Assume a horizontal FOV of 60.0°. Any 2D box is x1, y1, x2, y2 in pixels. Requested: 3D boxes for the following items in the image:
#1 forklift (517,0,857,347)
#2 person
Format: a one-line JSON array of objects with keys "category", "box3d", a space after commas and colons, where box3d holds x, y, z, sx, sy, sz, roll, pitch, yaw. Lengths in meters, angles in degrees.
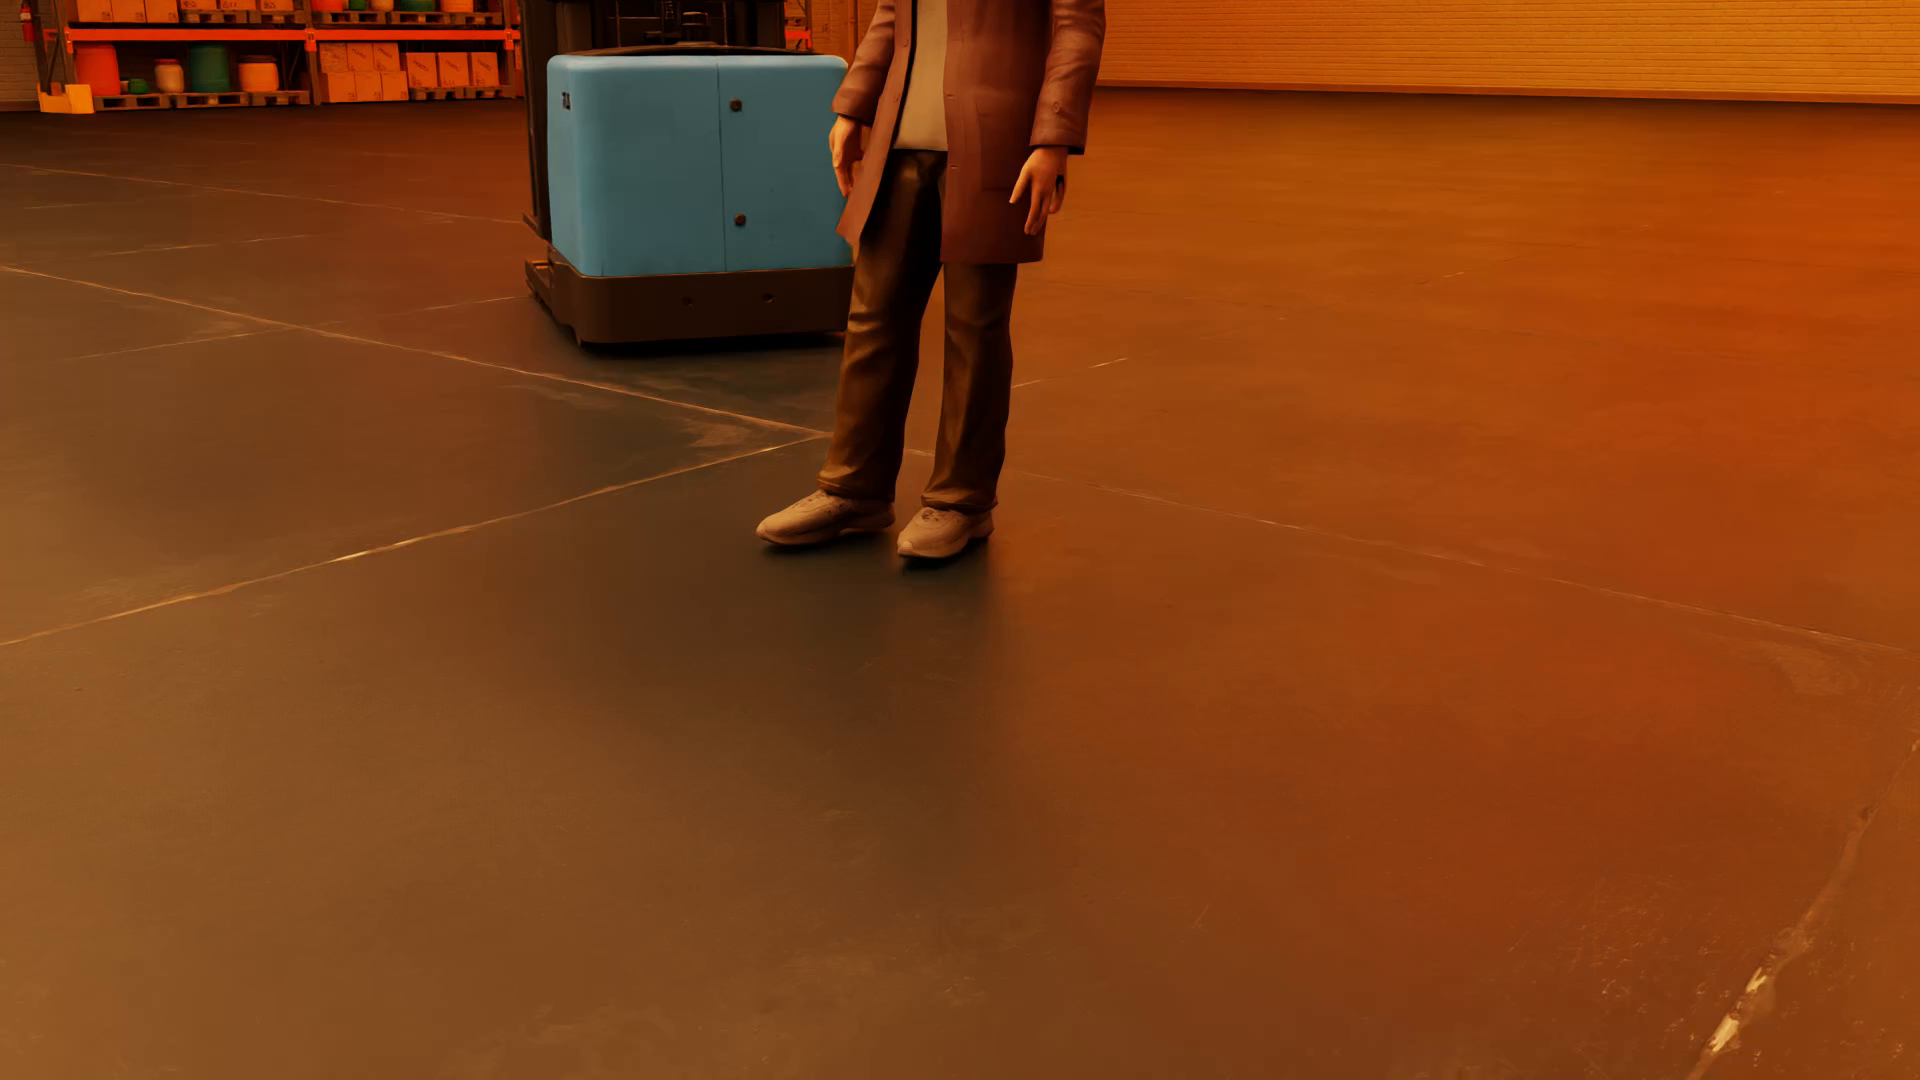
[{"category": "forklift", "box3d": [-1.362, -2.504, 7.144, 1.130, 2.935, 3.031, -6, 18, -19]}, {"category": "person", "box3d": [-0.061, -0.838, 3.616, 0.698, 1.778, 0.579, 13, 21, 37]}]
